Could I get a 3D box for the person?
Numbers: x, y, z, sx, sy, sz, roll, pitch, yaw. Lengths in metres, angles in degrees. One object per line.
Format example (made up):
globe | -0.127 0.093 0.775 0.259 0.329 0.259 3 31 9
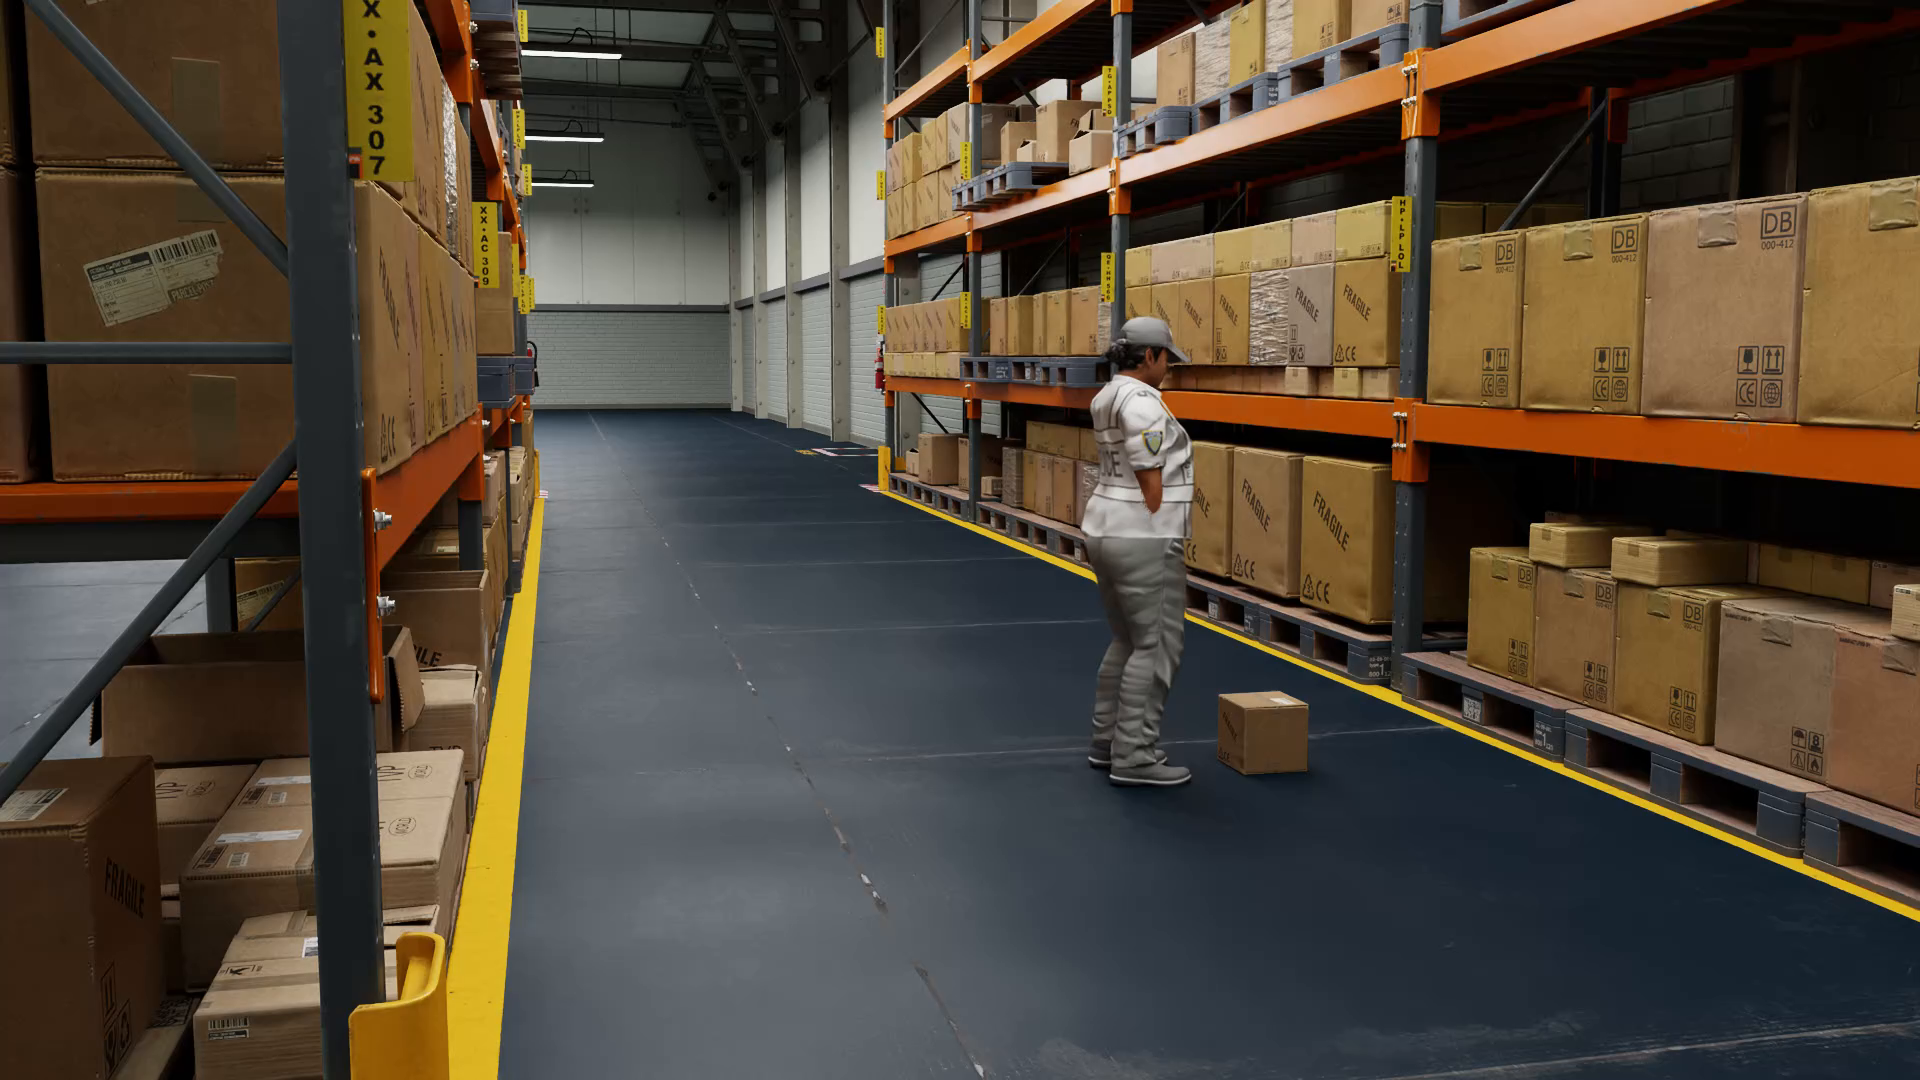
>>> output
person | 0.642 0.030 5.973 0.389 1.656 0.473 -1 6 -13
